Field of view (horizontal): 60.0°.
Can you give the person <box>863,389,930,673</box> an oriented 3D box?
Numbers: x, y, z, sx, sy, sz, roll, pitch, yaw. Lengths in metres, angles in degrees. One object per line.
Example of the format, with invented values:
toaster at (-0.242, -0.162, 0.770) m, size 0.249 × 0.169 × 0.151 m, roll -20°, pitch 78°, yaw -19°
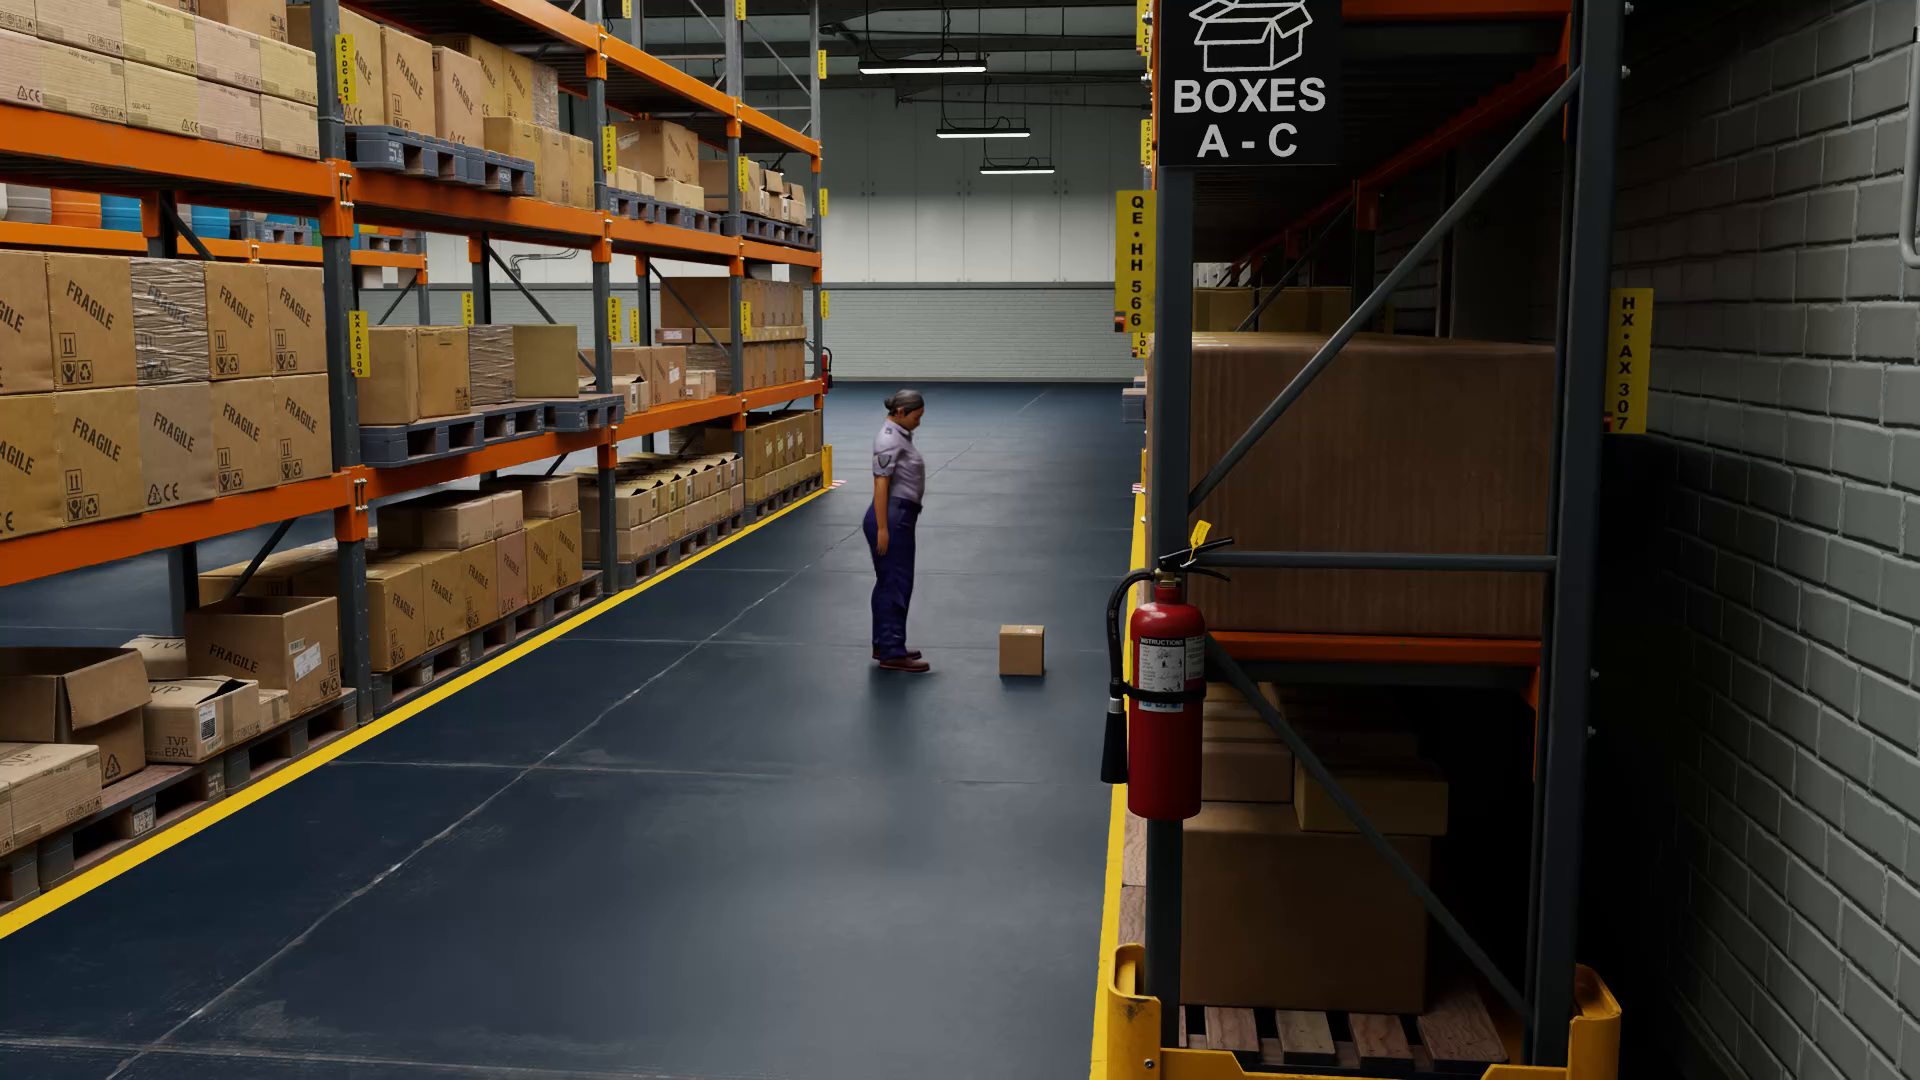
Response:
person at (-0.370, -0.066, 9.773) m, size 0.392 × 1.632 × 0.511 m, roll 0°, pitch 8°, yaw 0°
